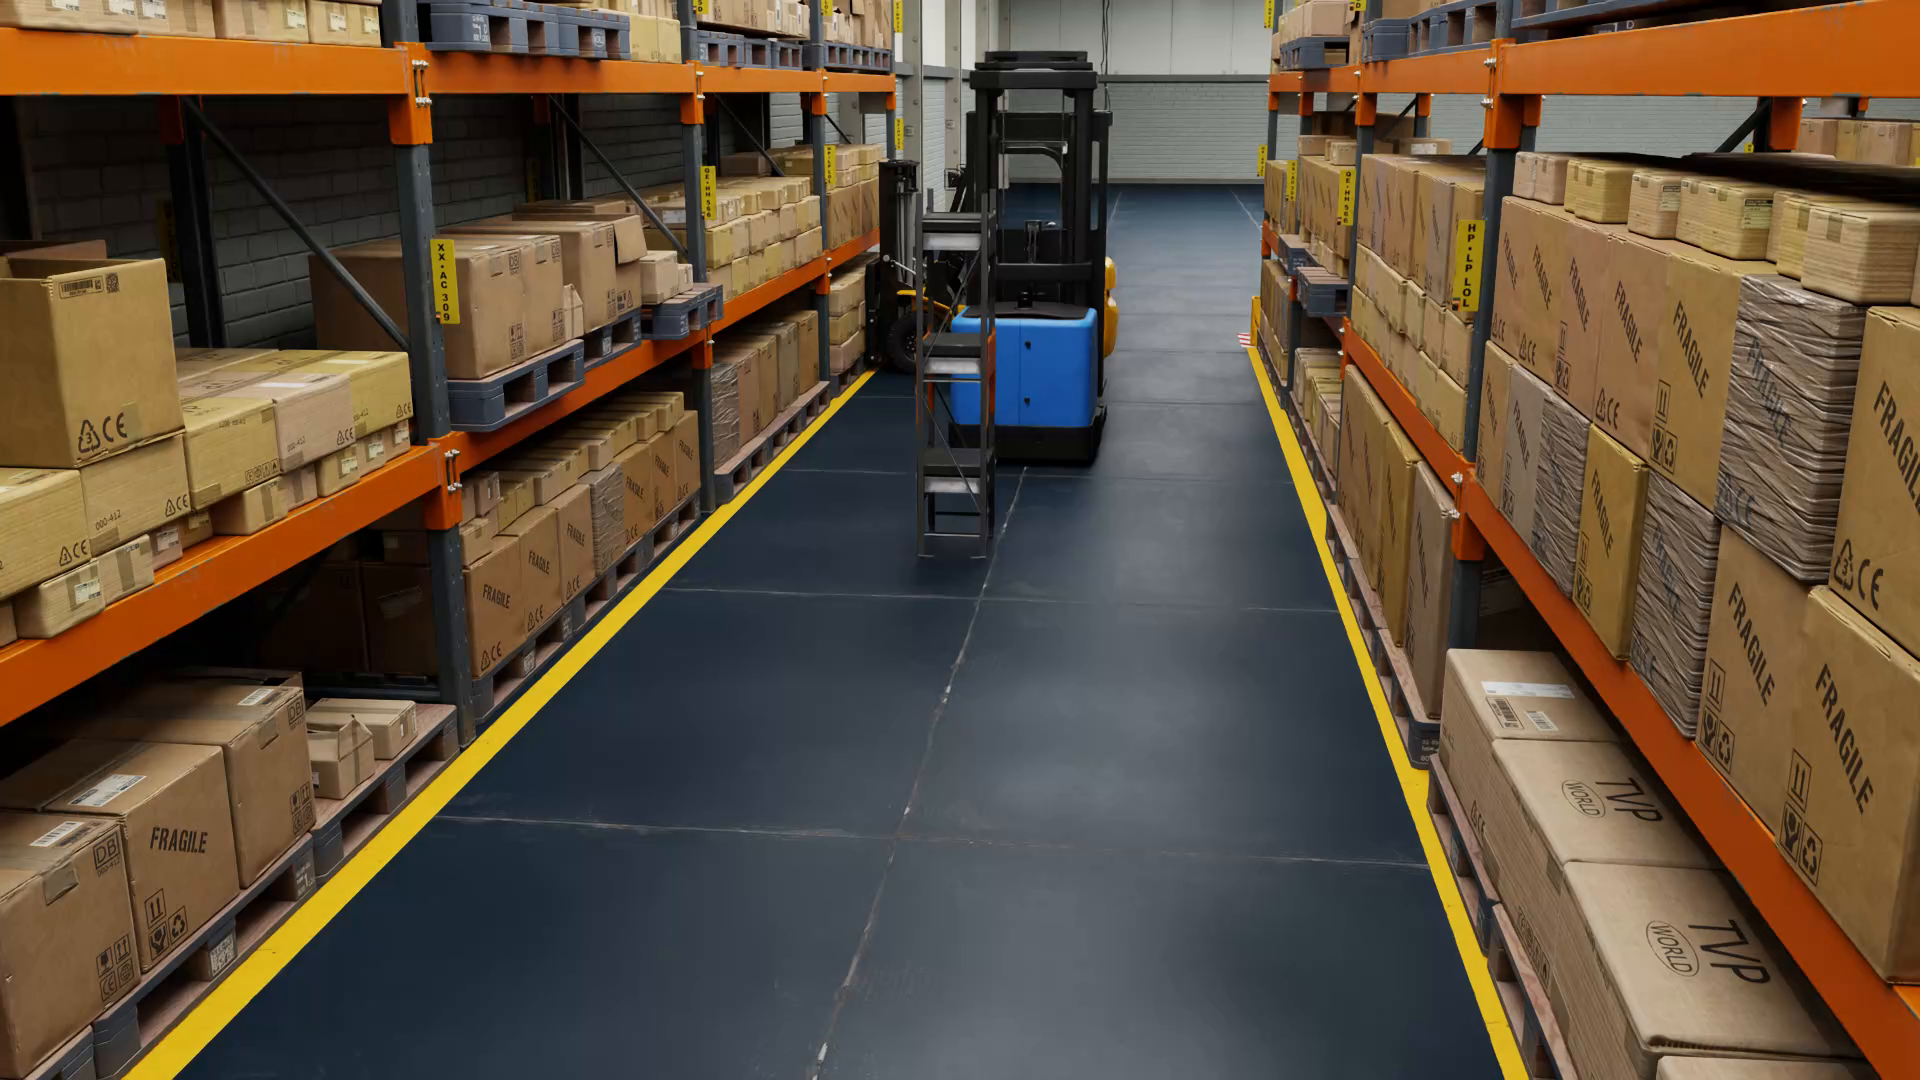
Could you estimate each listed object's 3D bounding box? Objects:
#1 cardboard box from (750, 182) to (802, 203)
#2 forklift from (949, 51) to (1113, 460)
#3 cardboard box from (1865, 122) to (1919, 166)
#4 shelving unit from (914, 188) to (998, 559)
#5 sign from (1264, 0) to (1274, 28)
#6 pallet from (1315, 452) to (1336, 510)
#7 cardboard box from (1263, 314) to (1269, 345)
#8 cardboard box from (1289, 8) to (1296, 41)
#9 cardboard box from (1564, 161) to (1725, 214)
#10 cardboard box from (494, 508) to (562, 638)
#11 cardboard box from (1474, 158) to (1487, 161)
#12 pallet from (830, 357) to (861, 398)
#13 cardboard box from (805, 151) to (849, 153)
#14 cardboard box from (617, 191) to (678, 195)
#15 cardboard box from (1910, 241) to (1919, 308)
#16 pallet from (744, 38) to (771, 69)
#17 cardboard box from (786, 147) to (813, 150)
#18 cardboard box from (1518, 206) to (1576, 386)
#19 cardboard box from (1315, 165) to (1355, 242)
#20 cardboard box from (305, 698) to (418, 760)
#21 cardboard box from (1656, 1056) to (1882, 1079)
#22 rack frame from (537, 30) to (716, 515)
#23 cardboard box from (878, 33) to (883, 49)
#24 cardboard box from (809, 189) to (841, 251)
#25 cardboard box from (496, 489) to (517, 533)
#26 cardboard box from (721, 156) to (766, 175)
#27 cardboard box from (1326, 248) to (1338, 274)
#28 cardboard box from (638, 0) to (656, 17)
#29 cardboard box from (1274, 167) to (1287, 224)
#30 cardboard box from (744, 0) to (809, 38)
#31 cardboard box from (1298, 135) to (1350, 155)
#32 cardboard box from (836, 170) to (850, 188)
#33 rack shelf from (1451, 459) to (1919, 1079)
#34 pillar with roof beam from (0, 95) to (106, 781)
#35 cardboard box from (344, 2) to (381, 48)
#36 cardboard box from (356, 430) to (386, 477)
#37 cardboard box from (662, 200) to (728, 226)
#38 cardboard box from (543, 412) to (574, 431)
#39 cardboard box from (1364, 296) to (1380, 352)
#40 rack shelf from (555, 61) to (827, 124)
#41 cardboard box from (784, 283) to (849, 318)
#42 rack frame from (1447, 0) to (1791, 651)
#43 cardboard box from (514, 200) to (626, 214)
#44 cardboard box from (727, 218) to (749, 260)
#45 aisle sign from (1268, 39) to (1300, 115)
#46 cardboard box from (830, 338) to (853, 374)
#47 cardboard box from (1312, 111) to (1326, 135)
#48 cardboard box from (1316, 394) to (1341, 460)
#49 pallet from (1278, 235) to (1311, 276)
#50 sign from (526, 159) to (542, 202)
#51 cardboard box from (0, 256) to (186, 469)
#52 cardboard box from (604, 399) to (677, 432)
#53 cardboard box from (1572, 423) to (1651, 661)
[{"bbox_3d":[-1.454,-2.742,13.121,0.380,0.149,0.250,1,15,5],"label":"cardboard box"},{"bbox_3d":[0.622,-2.331,13.166,1.130,2.935,3.031,2,15,7],"label":"forklift"},{"bbox_3d":[8.237,-3.247,14.066,0.875,0.550,0.550,2,15,6],"label":"cardboard box"},{"bbox_3d":[-0.019,-0.971,9.729,0.431,2.100,0.503,2,15,6],"label":"shelving unit"},{"bbox_3d":[3.197,-5.455,17.169,0.100,0.325,0.005,2,15,6],"label":"sign"},{"bbox_3d":[2.923,-0.351,11.056,1.003,0.211,1.213,2,15,6],"label":"pallet"},{"bbox_3d":[3.306,-2.111,16.687,0.500,0.250,0.500,2,15,8],"label":"cardboard box"},{"bbox_3d":[2.821,-3.970,12.835,0.500,0.250,0.500,1,15,5],"label":"cardboard box"},{"bbox_3d":[2.000,-1.030,4.874,0.380,0.149,0.250,2,15,6],"label":"cardboard box"},{"bbox_3d":[-2.221,0.144,7.865,0.500,0.500,0.500,1,15,6],"label":"cardboard box"},{"bbox_3d":[2.986,-1.750,8.781,0.500,0.500,0.500,2,15,7],"label":"cardboard box"},{"bbox_3d":[-1.516,-1.536,15.438,1.003,0.211,1.213,2,15,6],"label":"pallet"},{"bbox_3d":[-1.250,-3.592,15.697,0.380,0.149,0.250,2,15,6],"label":"cardboard box"},{"bbox_3d":[-2.244,-2.426,11.954,0.380,0.149,0.250,1,15,5],"label":"cardboard box"},{"bbox_3d":[1.777,-0.429,2.653,0.380,0.149,0.250,2,15,7],"label":"cardboard box"},{"bbox_3d":[-1.988,-3.465,11.846,1.003,0.211,1.213,2,15,9],"label":"pallet"},{"bbox_3d":[-1.572,-3.870,16.724,0.380,0.149,0.250,2,15,8],"label":"cardboard box"},{"bbox_3d":[2.025,-0.741,5.048,0.500,0.500,0.500,1,15,6],"label":"cardboard box"},{"bbox_3d":[2.712,-2.280,11.283,0.500,0.500,0.500,1,15,2],"label":"cardboard box"},{"bbox_3d":[-2.321,0.724,6.394,0.380,0.149,0.250,1,15,5],"label":"cardboard box"},{"bbox_3d":[1.906,1.440,3.192,0.875,0.438,0.875,1,15,4],"label":"cardboard box"},{"bbox_3d":[-2.099,-1.640,10.479,1.000,3.000,0.127,2,15,6],"label":"rack frame"},{"bbox_3d":[-0.988,-5.068,16.898,0.380,0.149,0.250,1,15,5],"label":"cardboard box"},{"bbox_3d":[-1.338,-2.833,14.700,0.500,0.500,0.500,1,15,5],"label":"cardboard box"},{"bbox_3d":[-2.273,-0.138,7.666,0.380,0.149,0.250,1,15,3],"label":"cardboard box"},{"bbox_3d":[-1.911,-3.274,14.519,0.380,0.149,0.250,2,15,6],"label":"cardboard box"},{"bbox_3d":[2.579,-1.806,10.772,0.380,0.149,0.250,2,15,6],"label":"cardboard box"},{"bbox_3d":[-1.948,-3.042,9.443,0.380,0.149,0.250,1,15,5],"label":"cardboard box"},{"bbox_3d":[3.247,-3.248,15.665,0.500,0.500,0.500,1,15,5],"label":"cardboard box"},{"bbox_3d":[-1.487,-4.138,13.148,0.500,0.311,0.500,1,15,4],"label":"cardboard box"},{"bbox_3d":[2.881,-3.128,13.175,0.380,0.149,0.250,2,15,6],"label":"cardboard box"},{"bbox_3d":[-1.219,-3.311,15.225,0.380,0.149,0.250,2,15,7],"label":"cardboard box"},{"bbox_3d":[2.157,0.409,4.281,1.077,0.370,4.000,2,15,6],"label":"rack shelf"},{"bbox_3d":[0.753,-3.217,4.821,9.100,9.000,0.400,2,15,6],"label":"pillar with roof beam"},{"bbox_3d":[-2.297,-1.827,5.907,0.380,0.149,0.250,2,15,6],"label":"cardboard box"},{"bbox_3d":[-2.343,-0.323,6.090,0.380,0.149,0.250,2,15,8],"label":"cardboard box"},{"bbox_3d":[-1.741,-2.144,10.911,0.380,0.149,0.250,2,15,7],"label":"cardboard box"},{"bbox_3d":[-2.472,-0.688,9.701,0.380,0.149,0.250,2,15,7],"label":"cardboard box"},{"bbox_3d":[2.488,-1.169,9.025,0.500,0.250,0.500,1,15,5],"label":"cardboard box"},{"bbox_3d":[-1.873,-3.259,12.100,1.077,0.370,4.000,2,15,6],"label":"rack shelf"},{"bbox_3d":[-1.281,-2.151,14.919,0.500,0.250,0.500,1,15,5],"label":"cardboard box"},{"bbox_3d":[2.382,-0.457,6.106,1.000,3.000,0.127,2,15,6],"label":"rack frame"},{"bbox_3d":[-2.312,-1.762,9.935,0.500,0.500,0.500,2,15,9],"label":"cardboard box"},{"bbox_3d":[-1.748,-2.046,11.313,0.500,0.250,0.500,2,15,8],"label":"cardboard box"},{"bbox_3d":[3.436,-4.849,17.369,0.394,0.787,0.004,2,15,6],"label":"aisle sign"},{"bbox_3d":[-1.264,-1.668,15.048,0.500,0.250,0.500,2,15,7],"label":"cardboard box"},{"bbox_3d":[3.831,-3.974,16.435,0.700,0.500,0.500,2,15,7],"label":"cardboard box"},{"bbox_3d":[2.983,-0.767,11.480,0.950,0.372,0.625,1,15,5],"label":"cardboard box"},{"bbox_3d":[3.054,-2.245,13.087,1.003,0.211,1.213,2,15,6],"label":"pallet"},{"bbox_3d":[-2.650,-2.214,10.386,0.100,0.325,0.005,2,15,6],"label":"sign"},{"bbox_3d":[-2.513,-0.497,4.534,0.500,0.500,0.500,2,15,8],"label":"cardboard box"},{"bbox_3d":[-1.903,-0.742,9.900,0.380,0.149,0.250,1,15,3],"label":"cardboard box"},{"bbox_3d":[1.888,0.002,4.218,0.500,0.500,0.500,2,15,8],"label":"cardboard box"}]
